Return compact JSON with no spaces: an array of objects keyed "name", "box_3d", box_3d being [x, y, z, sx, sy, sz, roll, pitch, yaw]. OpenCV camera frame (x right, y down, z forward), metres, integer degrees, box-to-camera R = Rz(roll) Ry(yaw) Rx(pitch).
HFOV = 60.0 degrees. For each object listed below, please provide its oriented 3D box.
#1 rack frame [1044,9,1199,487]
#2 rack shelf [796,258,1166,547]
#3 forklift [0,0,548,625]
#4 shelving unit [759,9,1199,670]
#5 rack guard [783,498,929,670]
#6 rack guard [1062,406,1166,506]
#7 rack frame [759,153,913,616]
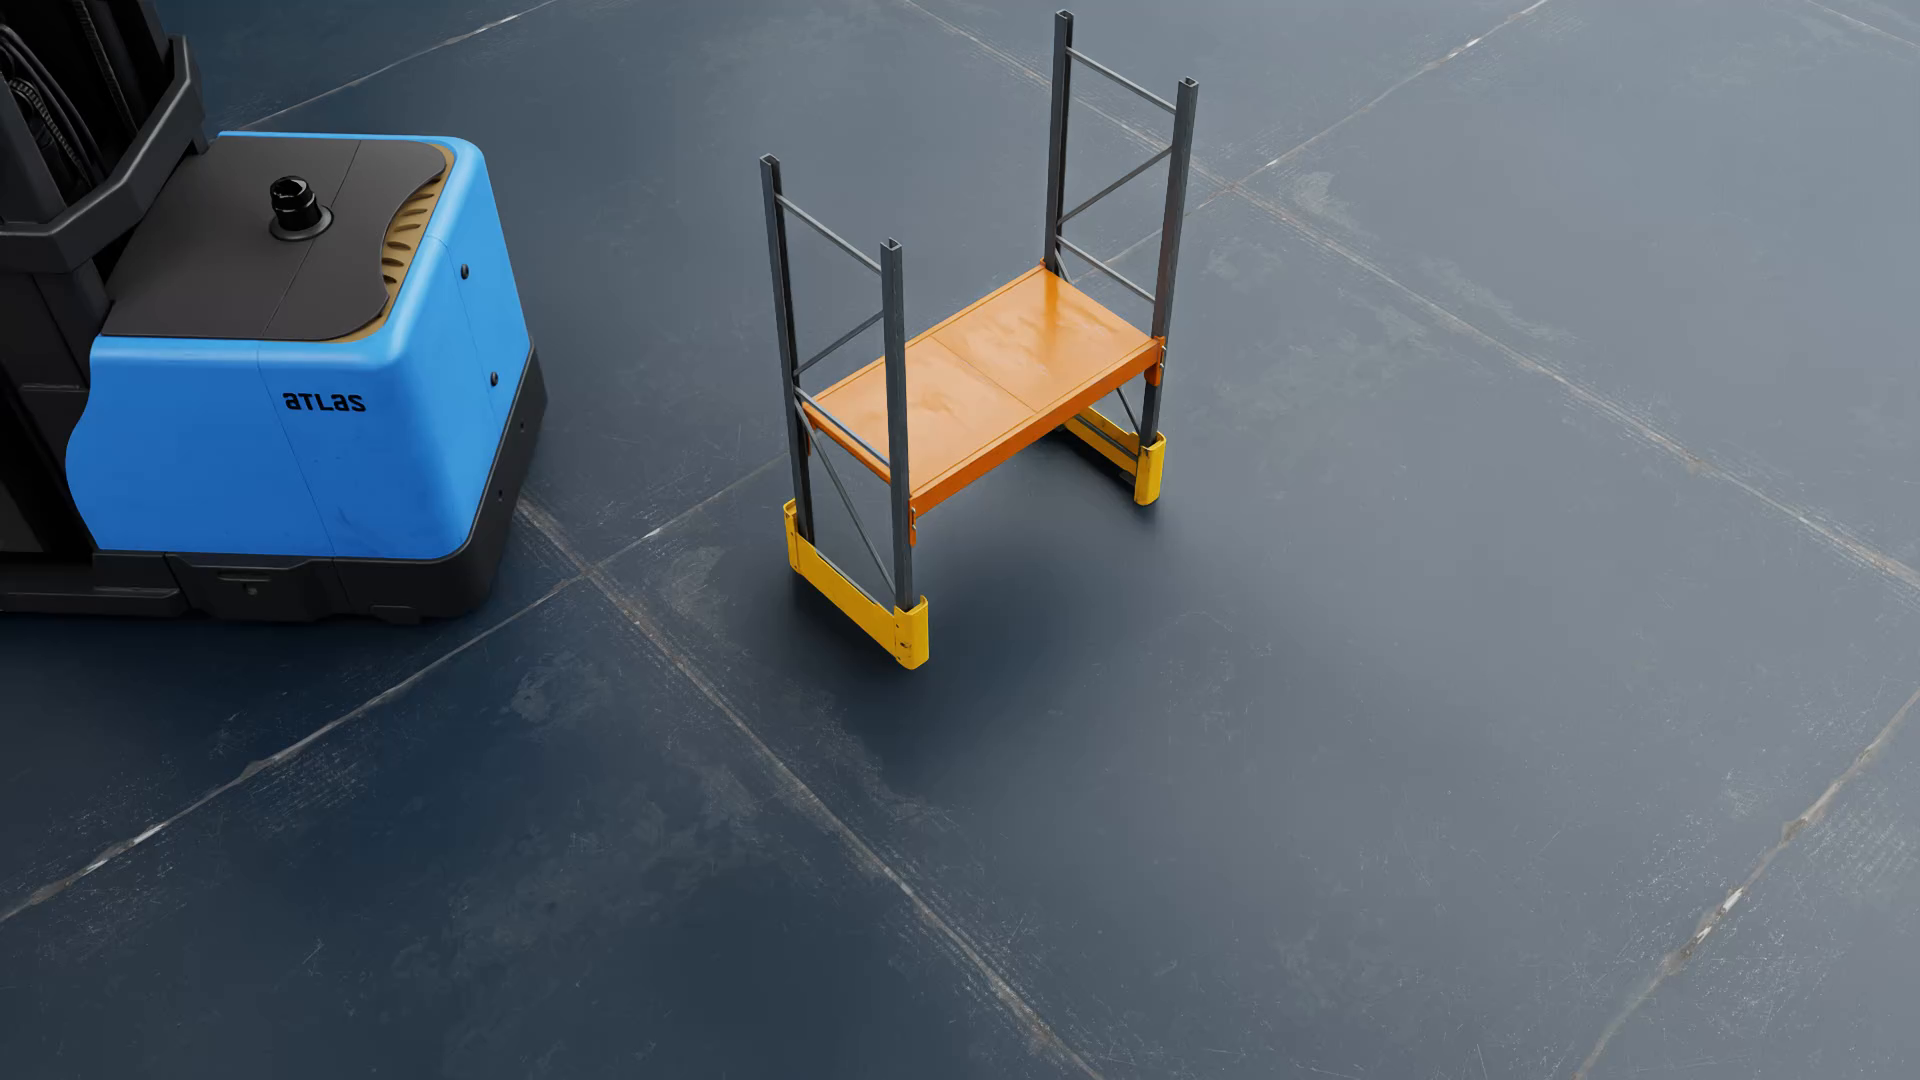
[{"name":"rack frame","box_3d":[0.439,-0.802,4.970,0.032,1.500,0.500,-34,56,-27]},{"name":"rack shelf","box_3d":[0.063,-0.429,4.870,1.000,0.185,0.538,-34,56,-27]},{"name":"forklift","box_3d":[-2.915,-1.145,4.312,3.031,2.935,1.130,2,47,2]},{"name":"shelving unit","box_3d":[0.056,-0.546,4.734,1.083,1.500,0.587,-34,56,-27]},{"name":"rack guard","box_3d":[-0.312,0.124,4.966,0.087,0.250,0.587,-34,56,-27]},{"name":"rack guard","box_3d":[0.425,-0.369,5.420,0.087,0.250,0.587,-34,56,-27]},{"name":"rack frame","box_3d":[-0.313,-0.299,4.506,0.032,1.500,0.500,-34,56,-27]}]
